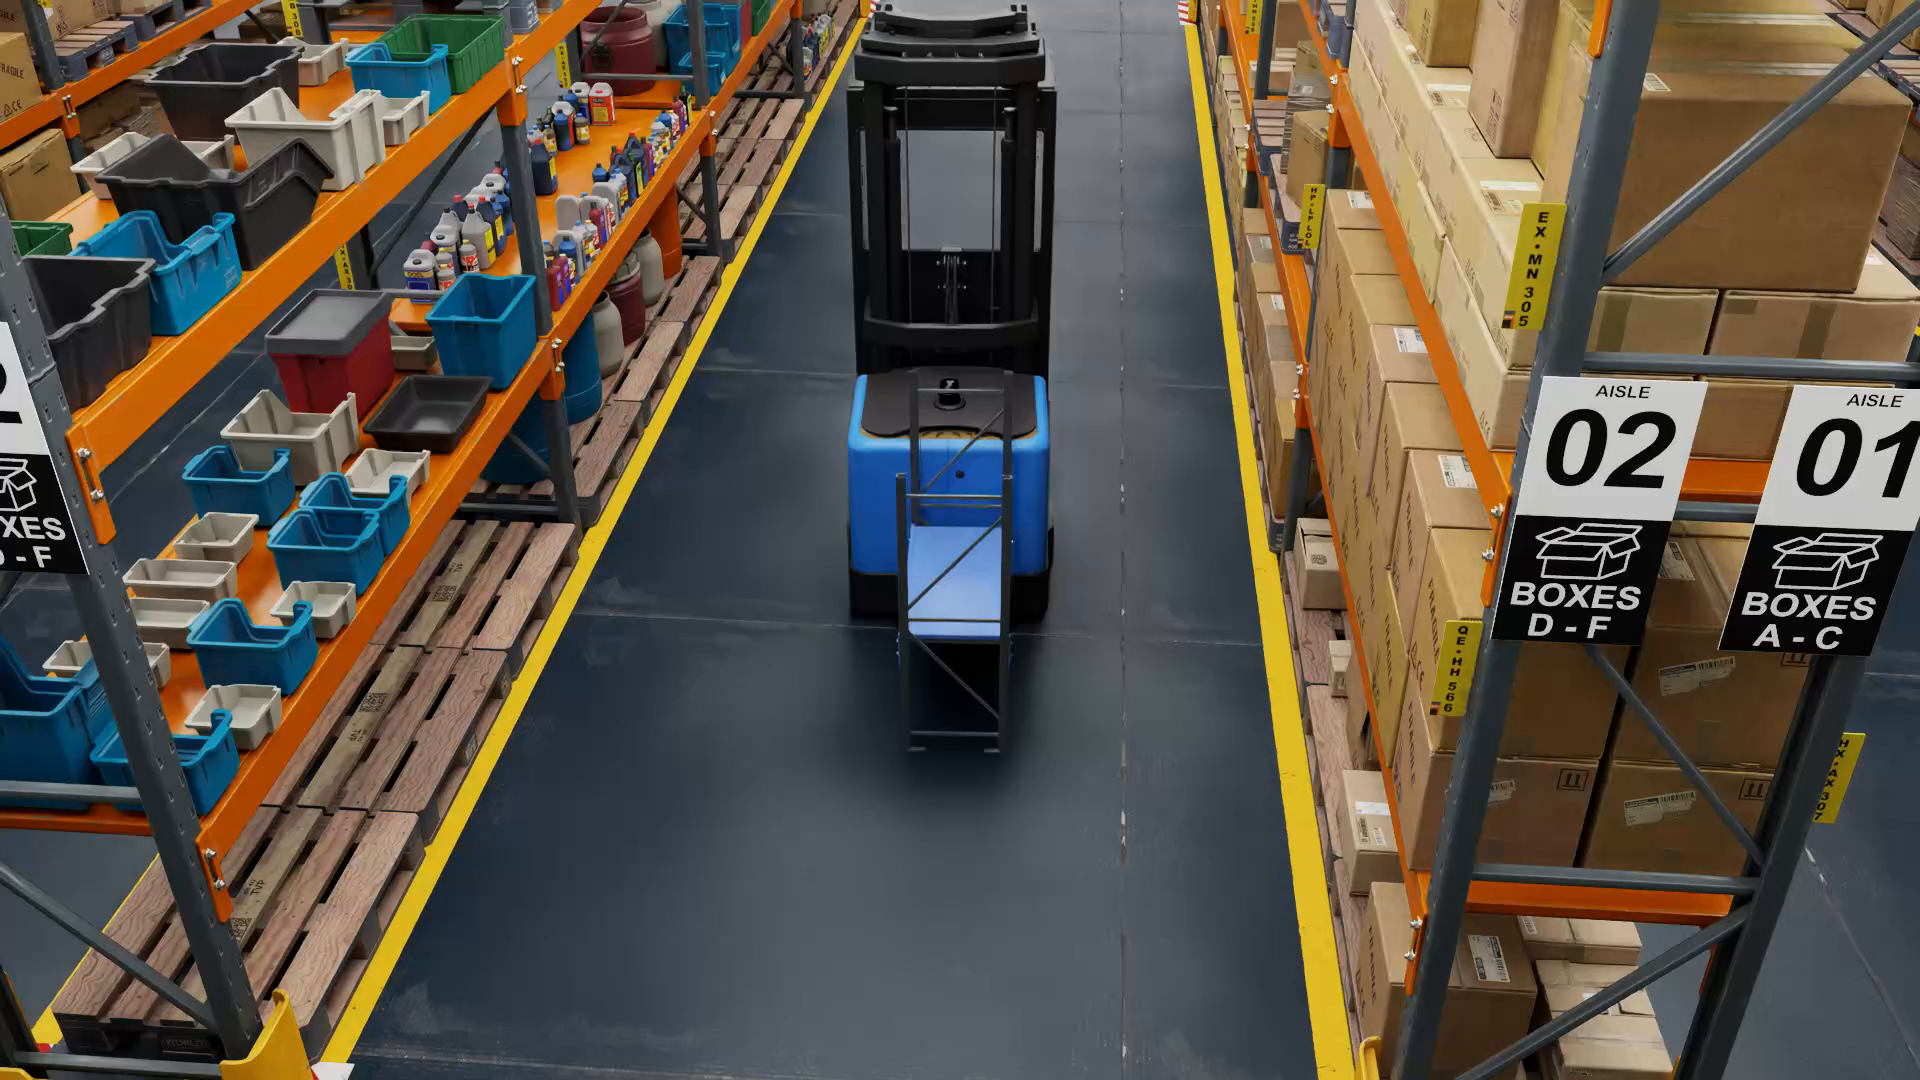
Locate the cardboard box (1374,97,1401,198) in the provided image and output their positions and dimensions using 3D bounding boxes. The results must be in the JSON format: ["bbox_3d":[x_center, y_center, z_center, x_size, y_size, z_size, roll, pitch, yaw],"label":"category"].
[{"bbox_3d":[1.898,-1.513,6.410,0.500,0.250,0.500,2,32,4],"label":"cardboard box"}]

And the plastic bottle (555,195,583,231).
[{"bbox_3d":[-2.325,-1.943,9.943,0.152,0.276,0.135,2,32,4],"label":"plastic bottle"}]

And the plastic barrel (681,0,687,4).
[{"bbox_3d":[-2.406,-4.420,13.714,0.433,0.535,0.433,0,32,0],"label":"plastic barrel"}]

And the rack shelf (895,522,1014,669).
[{"bbox_3d":[-0.011,0.252,8.035,0.538,0.185,1.000,1,32,1],"label":"rack shelf"}]

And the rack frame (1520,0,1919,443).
[{"bbox_3d":[1.945,-1.528,3.433,1.000,3.000,0.127,2,32,4],"label":"rack frame"}]

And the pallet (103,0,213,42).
[{"bbox_3d":[-7.156,-4.538,14.218,1.003,0.211,1.213,2,32,4],"label":"pallet"}]

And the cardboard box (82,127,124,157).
[{"bbox_3d":[-7.242,-3.057,13.595,0.700,0.500,0.500,1,32,1],"label":"cardboard box"}]

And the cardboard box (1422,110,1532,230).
[{"bbox_3d":[1.818,-1.203,5.430,0.500,0.250,0.500,2,32,4],"label":"cardboard box"}]

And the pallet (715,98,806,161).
[{"bbox_3d":[-2.040,-3.863,15.598,1.003,0.211,1.213,2,32,4],"label":"pallet"}]

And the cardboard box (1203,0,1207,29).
[{"bbox_3d":[2.945,-5.817,18.330,0.500,0.250,0.500,2,32,4],"label":"cardboard box"}]

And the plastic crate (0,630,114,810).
[{"bbox_3d":[-3.151,0.588,5.626,0.616,0.435,0.499,2,32,4],"label":"plastic crate"}]

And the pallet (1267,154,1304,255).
[{"bbox_3d":[2.443,-2.059,10.195,1.003,0.211,1.213,2,32,4],"label":"pallet"}]

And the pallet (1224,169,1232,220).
[{"bbox_3d":[2.804,-3.036,14.255,1.003,0.211,1.213,2,32,4],"label":"pallet"}]

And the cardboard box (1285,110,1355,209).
[{"bbox_3d":[2.353,-2.214,9.768,0.700,0.500,0.500,-5,32,-9],"label":"cardboard box"}]

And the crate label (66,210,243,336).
[{"bbox_3d":[-2.594,-0.870,5.366,0.408,0.251,0.502,2,32,4],"label":"crate label"}]

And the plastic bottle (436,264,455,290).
[{"bbox_3d":[-2.830,-1.419,9.164,0.097,0.201,0.097,0,32,0],"label":"plastic bottle"}]

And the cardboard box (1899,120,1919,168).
[{"bbox_3d":[7.649,-3.064,12.892,0.500,0.250,0.500,3,32,5],"label":"cardboard box"}]

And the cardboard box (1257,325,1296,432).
[{"bbox_3d":[2.115,-0.980,10.224,0.500,0.500,0.500,3,32,5],"label":"cardboard box"}]

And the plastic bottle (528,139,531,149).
[{"bbox_3d":[-2.837,-2.507,10.850,0.061,0.283,0.133,2,32,4],"label":"plastic bottle"}]

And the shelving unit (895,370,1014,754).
[{"bbox_3d":[-0.011,0.099,7.941,0.538,1.500,1.048,1,32,1],"label":"shelving unit"}]

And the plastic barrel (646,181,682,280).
[{"bbox_3d":[-2.363,-2.369,12.184,0.600,0.830,0.708,2,32,4],"label":"plastic barrel"}]

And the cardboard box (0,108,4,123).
[{"bbox_3d":[-7.116,-3.096,11.600,0.500,0.500,0.500,2,32,4],"label":"cardboard box"}]

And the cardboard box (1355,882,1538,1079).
[{"bbox_3d":[1.744,1.608,6.026,0.500,0.500,0.500,2,32,4],"label":"cardboard box"}]

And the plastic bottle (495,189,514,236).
[{"bbox_3d":[-2.748,-1.974,9.997,0.097,0.271,0.097,0,32,0],"label":"plastic bottle"}]

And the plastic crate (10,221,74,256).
[{"bbox_3d":[-3.196,-0.903,5.479,0.450,0.188,0.336,2,32,4],"label":"plastic crate"}]

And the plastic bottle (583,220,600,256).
[{"bbox_3d":[-2.166,-1.773,9.738,0.097,0.201,0.097,0,32,0],"label":"plastic bottle"}]

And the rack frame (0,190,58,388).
[{"bbox_3d":[-2.992,-1.742,3.780,1.000,3.000,0.127,2,32,4],"label":"rack frame"}]

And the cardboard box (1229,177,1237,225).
[{"bbox_3d":[2.434,-2.721,13.307,0.500,0.250,0.500,2,32,3],"label":"cardboard box"}]

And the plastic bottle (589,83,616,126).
[{"bbox_3d":[-2.546,-3.099,11.819,0.152,0.276,0.135,2,32,4],"label":"plastic bottle"}]

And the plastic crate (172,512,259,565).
[{"bbox_3d":[-3.064,0.011,6.847,0.298,0.136,0.250,2,32,4],"label":"plastic crate"}]

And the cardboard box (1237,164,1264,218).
[{"bbox_3d":[2.393,-2.689,12.721,0.500,0.311,0.500,3,32,5],"label":"cardboard box"}]

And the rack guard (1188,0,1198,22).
[{"bbox_3d":[3.250,-6.289,19.259,1.175,0.500,0.348,2,32,4],"label":"rack guard"}]

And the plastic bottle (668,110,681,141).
[{"bbox_3d":[-1.994,-2.877,11.528,0.097,0.201,0.097,0,32,0],"label":"plastic bottle"}]

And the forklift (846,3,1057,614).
[{"bbox_3d":[-0.040,-1.596,9.326,1.130,2.935,3.031,0,32,1],"label":"forklift"}]

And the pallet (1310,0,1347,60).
[{"bbox_3d":[2.394,-2.601,8.212,1.213,0.211,1.003,2,32,4],"label":"pallet"}]

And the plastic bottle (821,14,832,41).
[{"bbox_3d":[-1.449,-5.472,17.728,0.152,0.276,0.135,3,32,4],"label":"plastic bottle"}]

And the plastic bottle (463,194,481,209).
[{"bbox_3d":[-2.885,-1.901,9.875,0.152,0.276,0.135,2,32,4],"label":"plastic bottle"}]

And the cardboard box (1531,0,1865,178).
[{"bbox_3d":[2.096,-1.247,4.787,0.700,0.500,0.500,2,32,4],"label":"cardboard box"}]

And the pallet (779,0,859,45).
[{"bbox_3d":[-1.720,-5.901,18.904,1.003,0.211,1.213,2,32,4],"label":"pallet"}]

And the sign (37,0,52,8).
[{"bbox_3d":[-6.723,-4.054,12.145,0.100,0.325,0.005,2,32,4],"label":"sign"}]

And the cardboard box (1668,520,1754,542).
[{"bbox_3d":[2.279,0.063,5.521,0.500,0.500,0.500,3,32,4],"label":"cardboard box"}]

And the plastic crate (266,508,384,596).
[{"bbox_3d":[-2.536,0.054,6.686,0.416,0.233,0.300,2,32,4],"label":"plastic crate"}]

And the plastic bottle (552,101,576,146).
[{"bbox_3d":[-2.735,-2.864,11.437,0.152,0.276,0.135,2,32,4],"label":"plastic bottle"}]

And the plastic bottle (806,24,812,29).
[{"bbox_3d":[-1.587,-5.364,17.623,0.097,0.201,0.097,0,32,0],"label":"plastic bottle"}]

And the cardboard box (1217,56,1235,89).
[{"bbox_3d":[2.640,-4.291,15.320,0.500,0.311,0.500,3,32,4],"label":"cardboard box"}]

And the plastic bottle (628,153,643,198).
[{"bbox_3d":[-2.067,-2.328,10.559,0.061,0.283,0.133,2,32,4],"label":"plastic bottle"}]

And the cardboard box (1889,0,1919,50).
[{"bbox_3d":[7.641,-4.076,12.771,0.700,0.500,0.500,2,32,4],"label":"cardboard box"}]

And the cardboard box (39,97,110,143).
[{"bbox_3d":[-7.252,-3.377,13.399,0.500,0.250,0.500,4,32,6],"label":"cardboard box"}]

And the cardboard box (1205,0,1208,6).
[{"bbox_3d":[2.943,-6.136,18.133,0.500,0.500,0.500,2,32,4],"label":"cardboard box"}]

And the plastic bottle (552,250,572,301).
[{"bbox_3d":[-2.200,-1.473,9.173,0.061,0.283,0.133,2,32,4],"label":"plastic bottle"}]

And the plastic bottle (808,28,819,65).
[{"bbox_3d":[-1.520,-5.025,16.931,0.144,0.351,0.185,1,32,2],"label":"plastic bottle"}]

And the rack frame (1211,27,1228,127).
[{"bbox_3d":[2.922,-5.249,15.189,1.000,3.000,0.127,2,32,4],"label":"rack frame"}]

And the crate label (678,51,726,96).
[{"bbox_3d":[-1.932,-3.504,12.517,0.303,0.233,0.416,2,32,4],"label":"crate label"}]

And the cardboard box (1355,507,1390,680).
[{"bbox_3d":[1.795,0.205,6.243,0.500,0.500,0.500,3,32,4],"label":"cardboard box"}]

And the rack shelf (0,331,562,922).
[{"bbox_3d":[-2.829,0.073,7.239,1.077,0.370,4.000,2,32,4],"label":"rack shelf"}]

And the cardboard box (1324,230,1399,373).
[{"bbox_3d":[1.910,-1.030,7.294,0.500,0.500,0.500,2,32,2],"label":"cardboard box"}]

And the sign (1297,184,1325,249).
[{"bbox_3d":[1.717,-1.581,8.133,0.100,0.325,0.005,2,32,4],"label":"sign"}]

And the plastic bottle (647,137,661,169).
[{"bbox_3d":[-2.042,-2.571,11.033,0.097,0.201,0.097,0,32,0],"label":"plastic bottle"}]

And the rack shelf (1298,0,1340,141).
[{"bbox_3d":[2.433,-3.083,9.500,1.077,0.370,4.000,2,32,4],"label":"rack shelf"}]
